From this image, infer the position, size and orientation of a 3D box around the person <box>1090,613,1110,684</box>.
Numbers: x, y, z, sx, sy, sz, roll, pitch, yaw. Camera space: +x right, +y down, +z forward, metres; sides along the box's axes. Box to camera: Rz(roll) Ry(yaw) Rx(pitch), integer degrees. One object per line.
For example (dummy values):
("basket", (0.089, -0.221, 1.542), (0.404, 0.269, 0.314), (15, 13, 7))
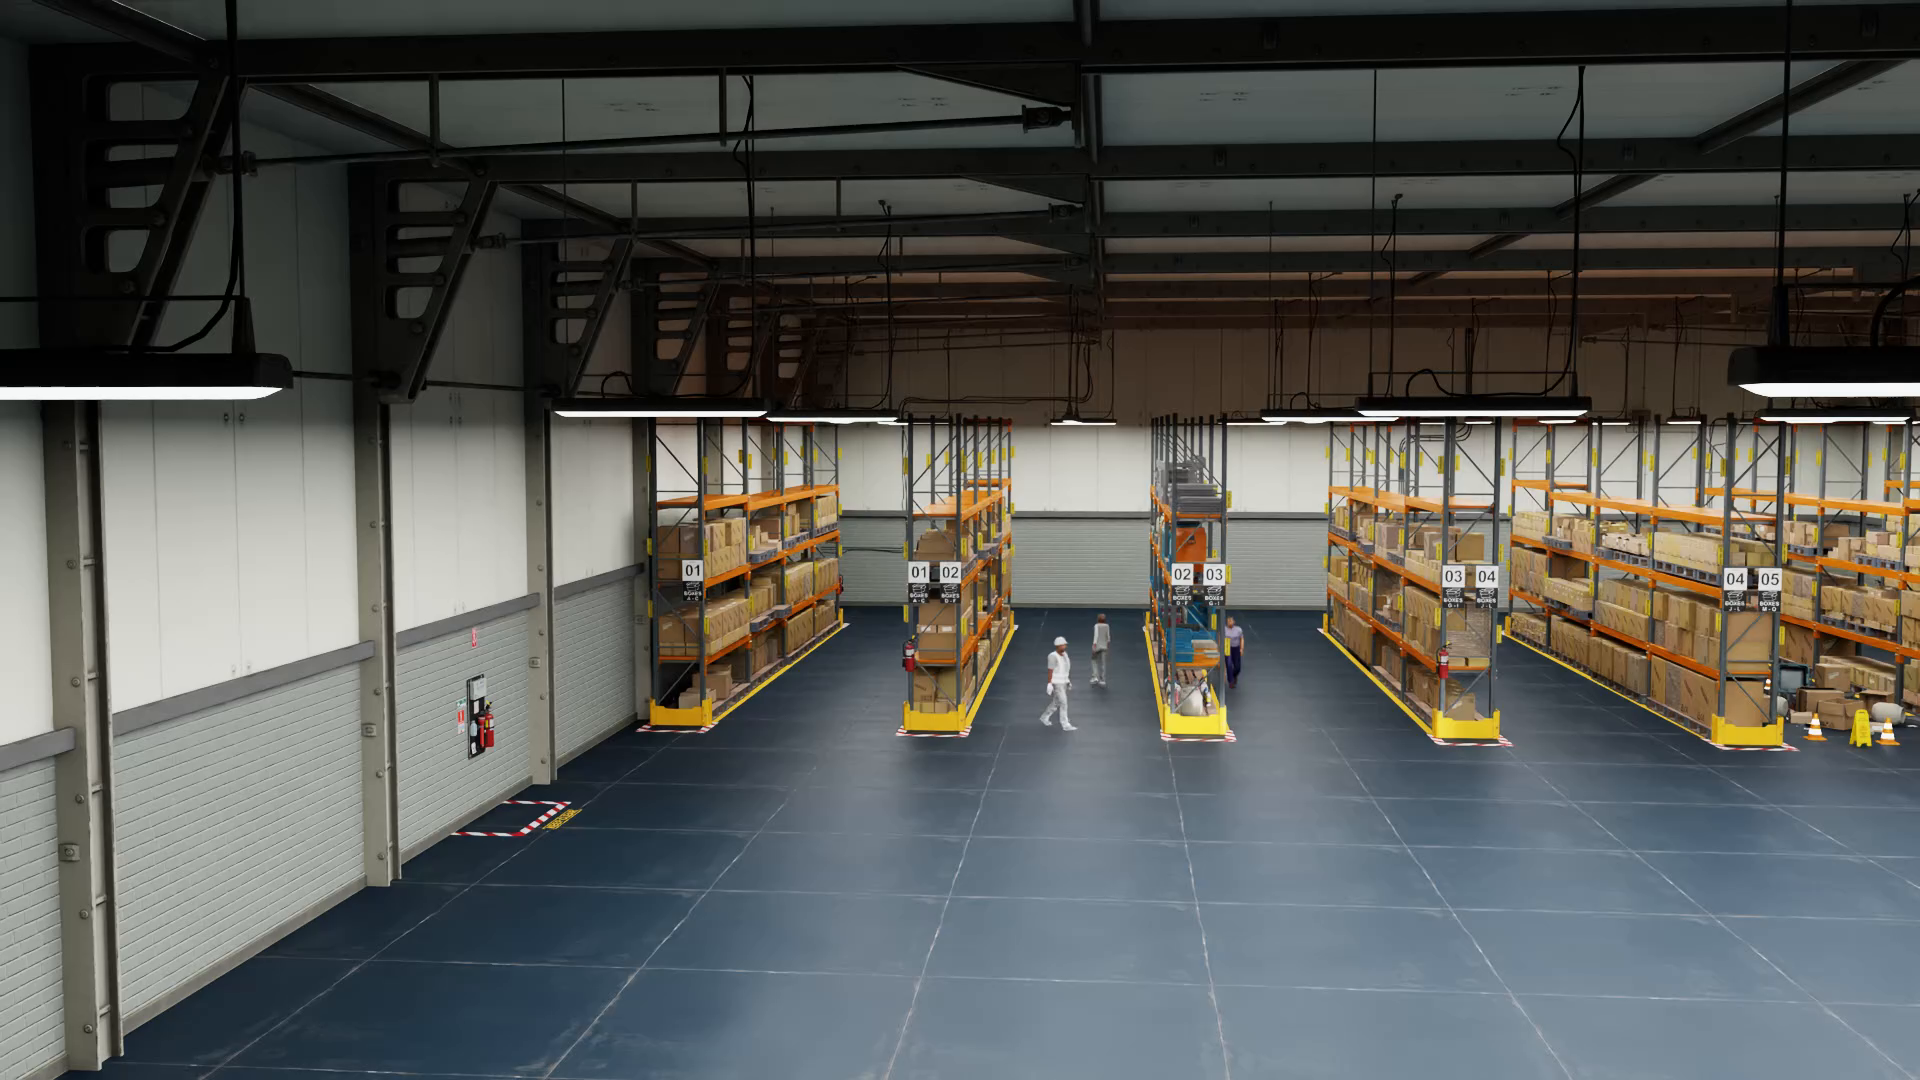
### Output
("person", (3.161, 2.431, 37.115), (0.418, 1.576, 0.563), (-1, 4, -10))

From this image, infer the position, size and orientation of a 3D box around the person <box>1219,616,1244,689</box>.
("person", (6.021, 2.462, 36.837), (0.526, 1.566, 0.825), (0, 4, 1))

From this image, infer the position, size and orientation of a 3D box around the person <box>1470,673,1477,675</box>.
("person", (11.812, 2.274, 38.773), (0.618, 1.668, 1.069), (0, 4, 4))

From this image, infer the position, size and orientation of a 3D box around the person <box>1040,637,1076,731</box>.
("person", (1.885, 2.720, 31.639), (0.914, 1.758, 0.611), (2, 5, 33))
